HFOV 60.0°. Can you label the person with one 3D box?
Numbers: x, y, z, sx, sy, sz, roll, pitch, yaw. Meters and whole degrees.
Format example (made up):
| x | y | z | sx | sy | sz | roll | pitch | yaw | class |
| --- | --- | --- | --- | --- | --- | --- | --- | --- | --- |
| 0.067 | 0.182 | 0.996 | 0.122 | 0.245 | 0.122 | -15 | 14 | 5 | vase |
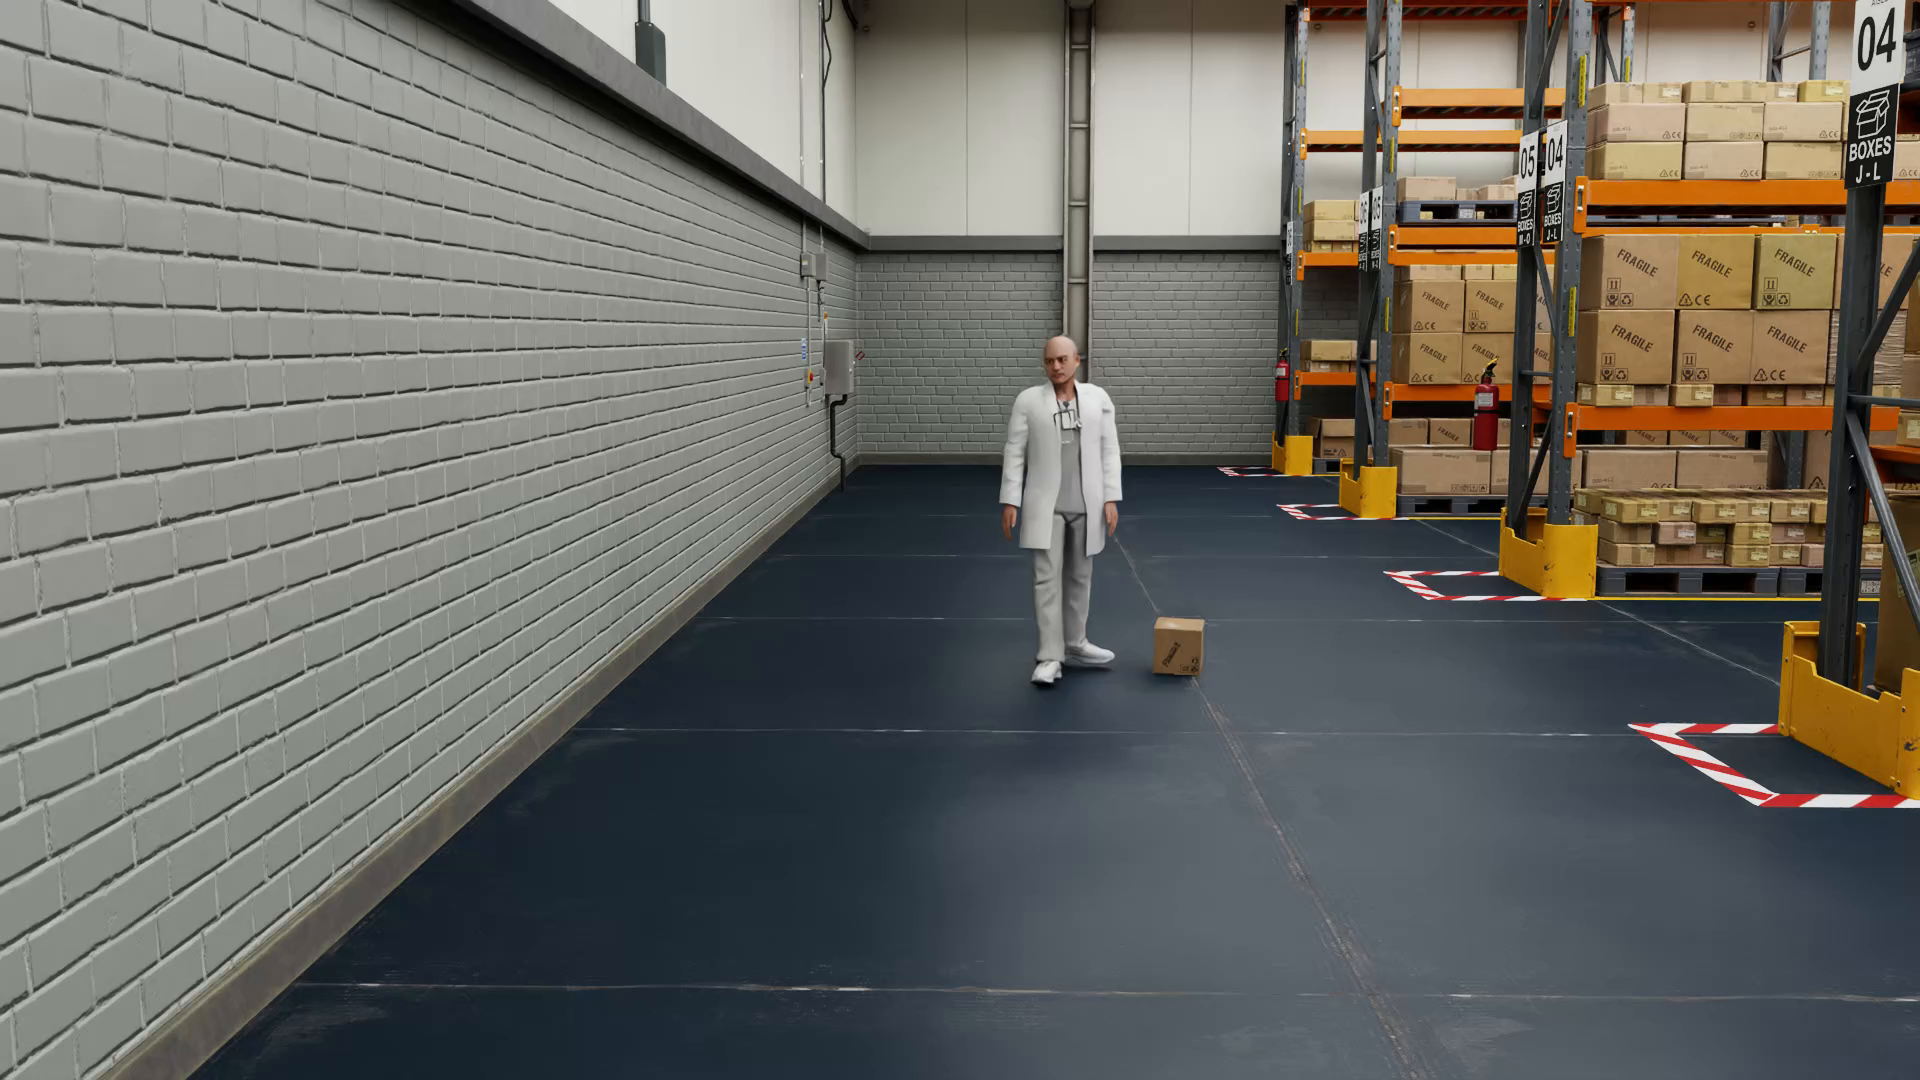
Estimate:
| x | y | z | sx | sy | sz | roll | pitch | yaw | class |
| --- | --- | --- | --- | --- | --- | --- | --- | --- | --- |
| 0.532 | -0.168 | 8.666 | 0.645 | 1.778 | 0.688 | -1 | 7 | -11 | person |
